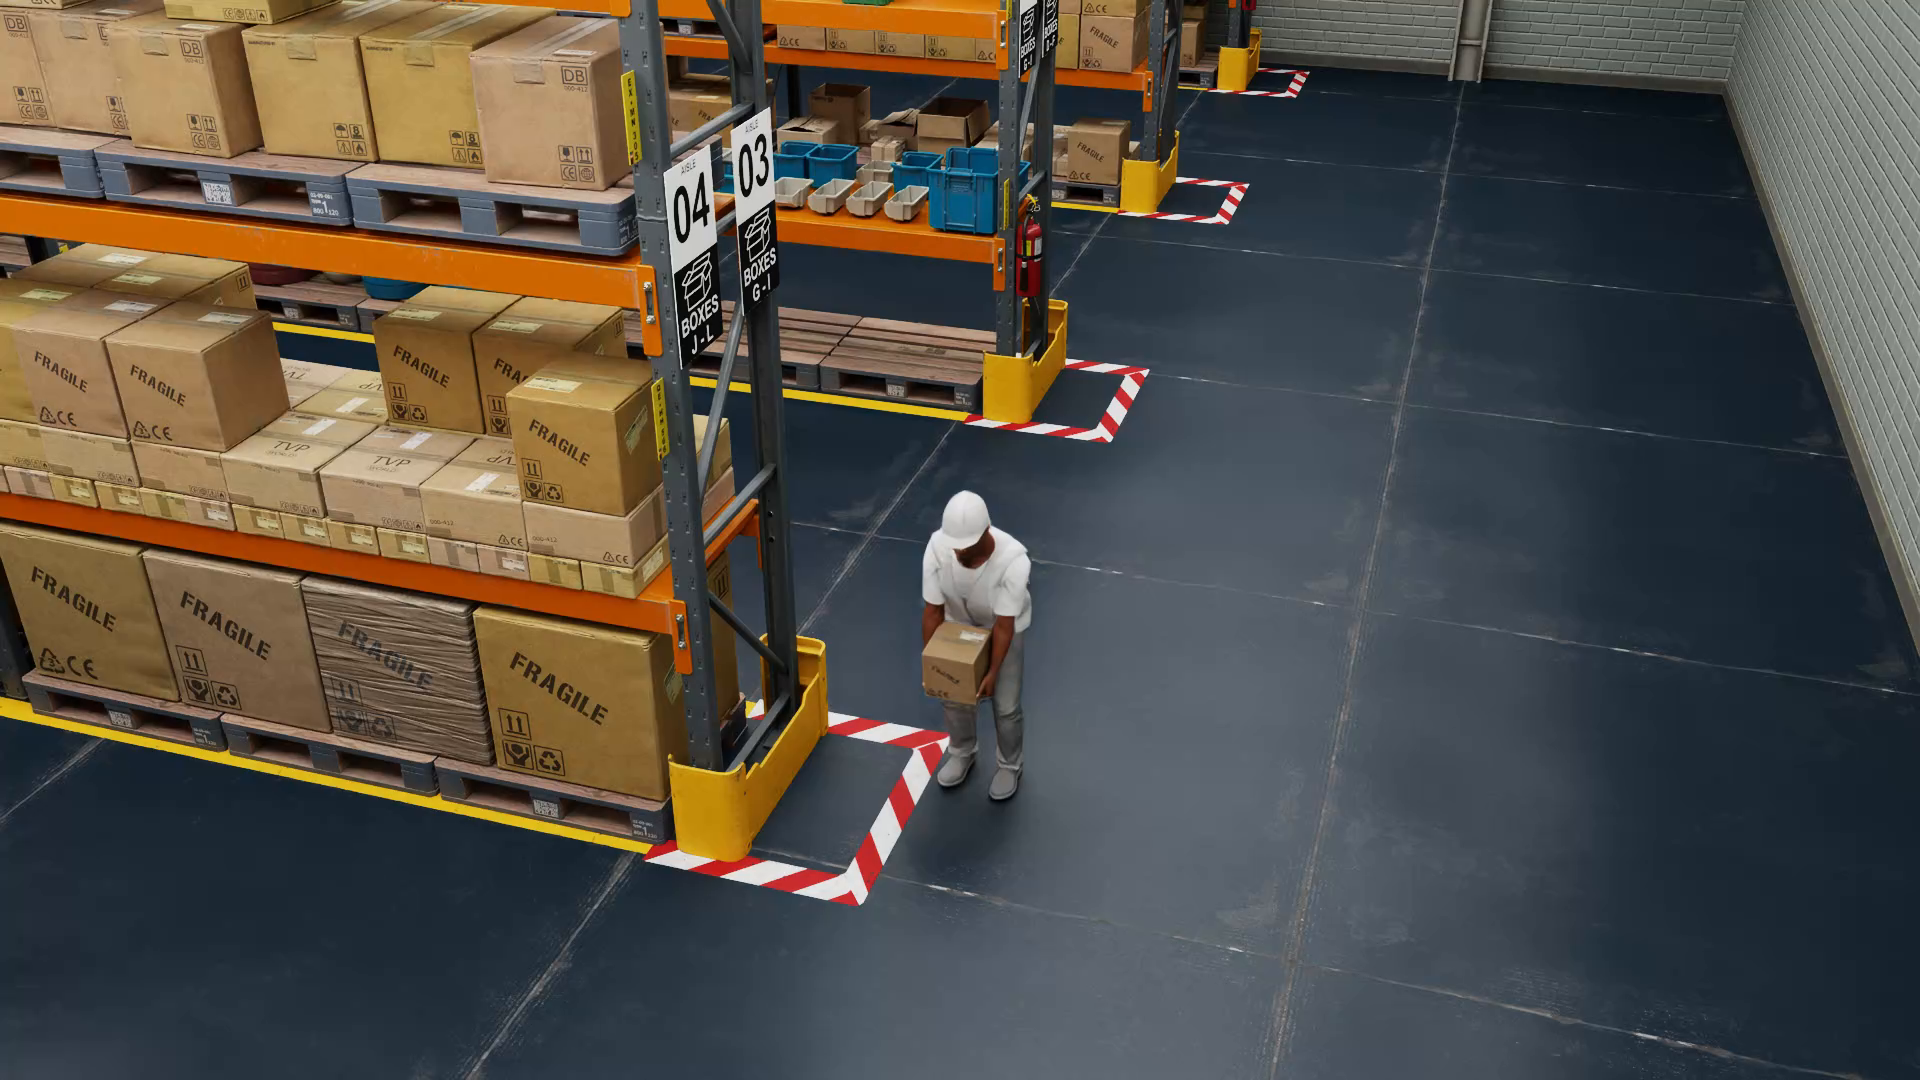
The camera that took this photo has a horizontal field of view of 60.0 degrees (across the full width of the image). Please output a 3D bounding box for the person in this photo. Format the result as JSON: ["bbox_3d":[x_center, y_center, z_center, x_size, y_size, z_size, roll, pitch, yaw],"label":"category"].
[{"bbox_3d":[0.080,0.474,7.704,0.488,1.693,0.638,11,31,19],"label":"person"}]
